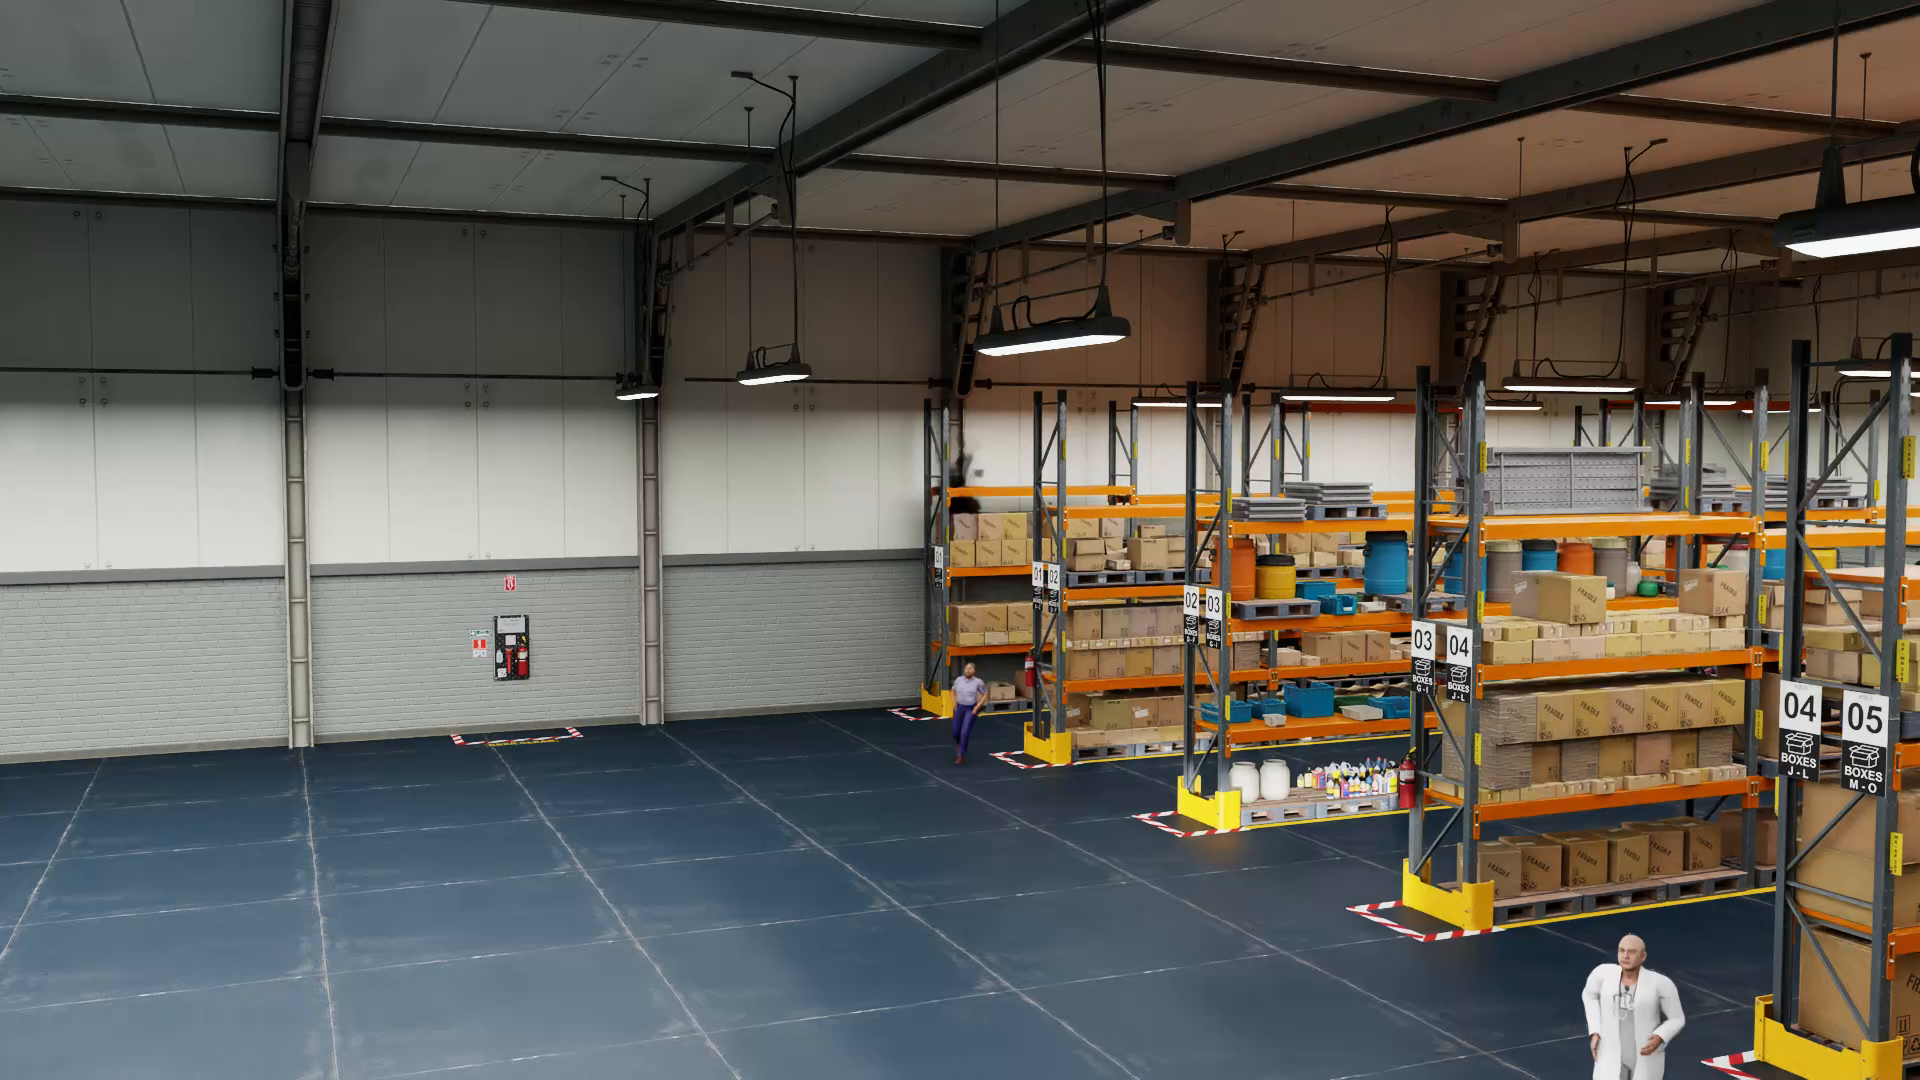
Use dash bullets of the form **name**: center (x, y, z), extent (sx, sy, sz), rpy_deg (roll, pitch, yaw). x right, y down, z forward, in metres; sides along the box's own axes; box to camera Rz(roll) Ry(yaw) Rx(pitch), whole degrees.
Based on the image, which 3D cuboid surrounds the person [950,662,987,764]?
- **person**: center (0.134, 2.792, 26.972), extent (0.622, 1.630, 0.630), rpy_deg (1, 3, 15)

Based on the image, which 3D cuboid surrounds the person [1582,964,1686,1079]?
- **person**: center (16.450, 2.632, 16.774), extent (16.506, 3.100, 20.919), rpy_deg (2, 4, 28)
